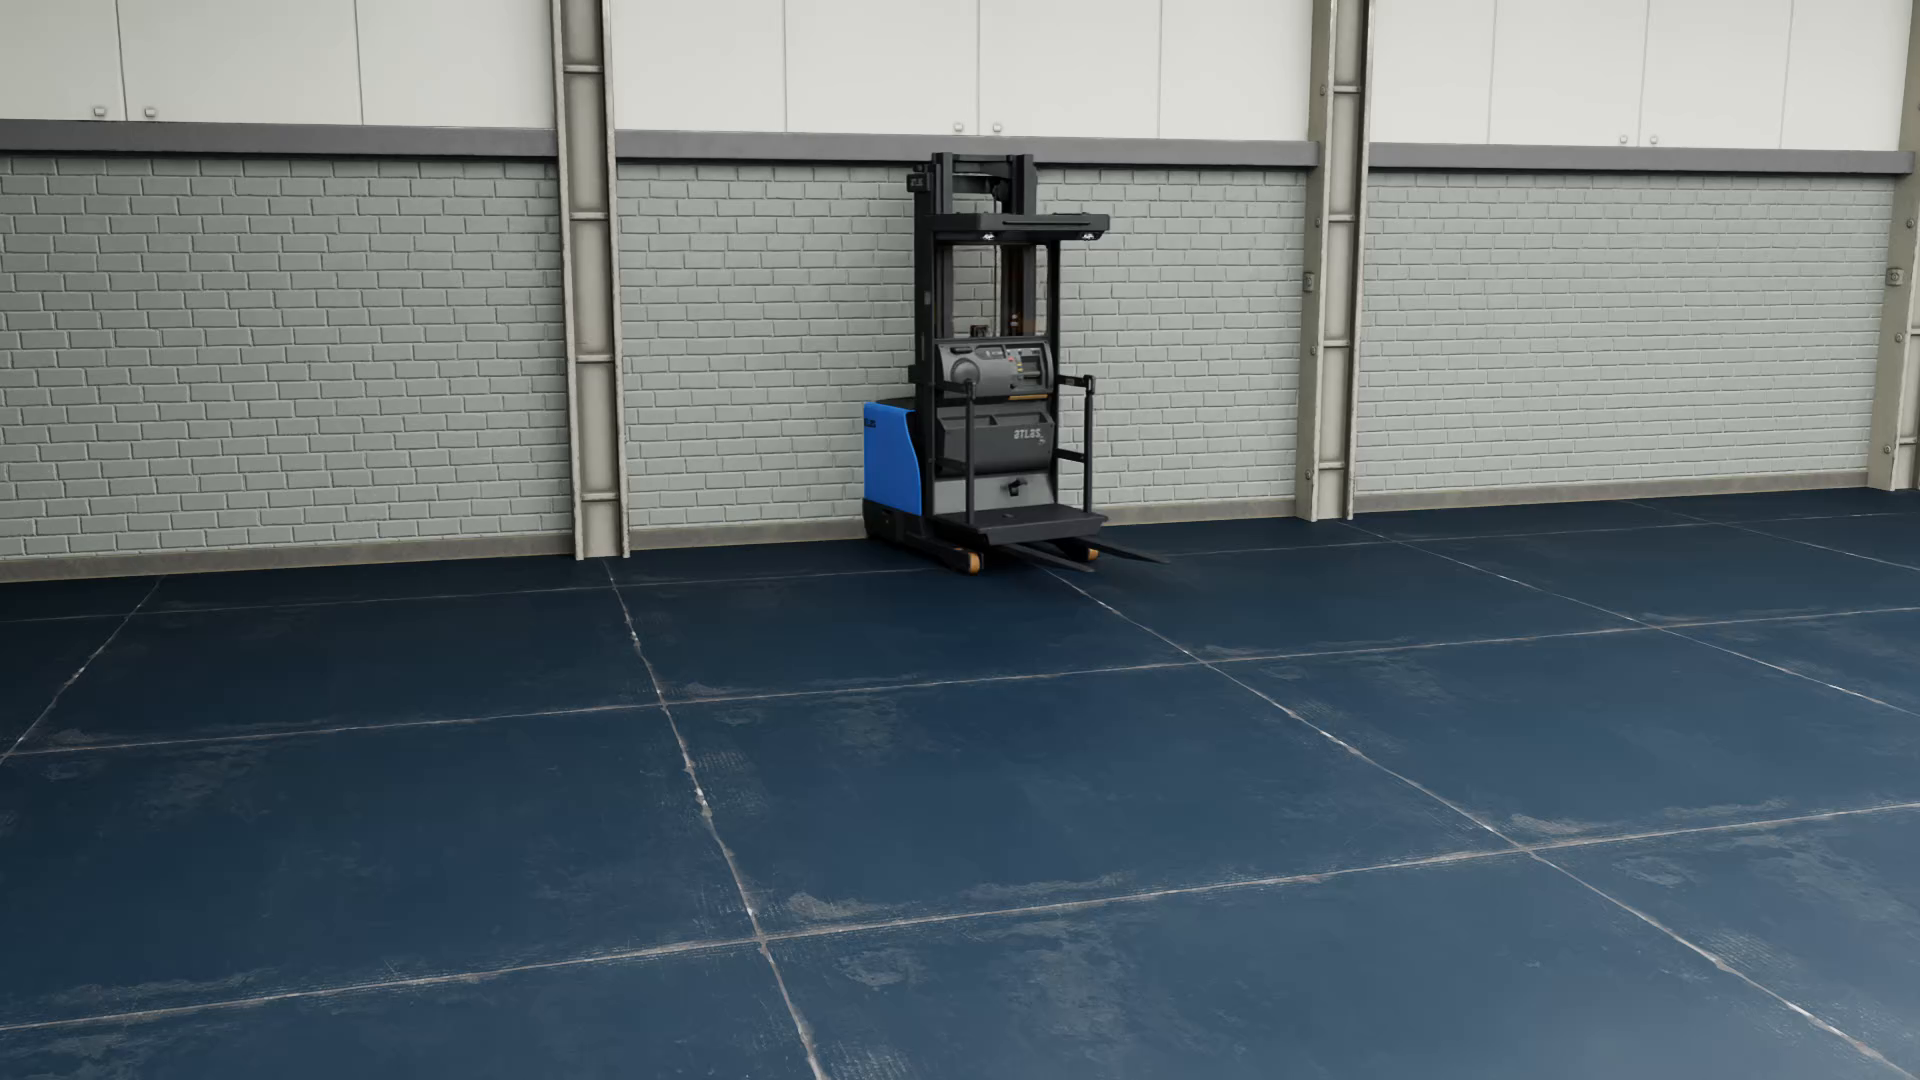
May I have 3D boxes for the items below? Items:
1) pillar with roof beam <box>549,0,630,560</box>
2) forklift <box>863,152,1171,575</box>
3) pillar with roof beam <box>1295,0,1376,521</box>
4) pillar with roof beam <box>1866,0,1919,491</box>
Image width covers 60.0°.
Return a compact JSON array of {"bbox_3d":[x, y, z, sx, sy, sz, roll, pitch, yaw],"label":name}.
[{"bbox_3d":[-1.479,-3.566,7.561,0.400,9.000,9.100,-3,11,-16],"label":"pillar with roof beam"},{"bbox_3d":[0.370,-1.288,11.947,1.130,2.935,3.031,-6,12,-29],"label":"forklift"},{"bbox_3d":[4.282,-3.869,9.210,0.400,9.000,9.100,-3,11,-16],"label":"pillar with roof beam"},{"bbox_3d":[10.043,-4.173,10.860,0.400,9.000,9.100,-3,11,-16],"label":"pillar with roof beam"}]
